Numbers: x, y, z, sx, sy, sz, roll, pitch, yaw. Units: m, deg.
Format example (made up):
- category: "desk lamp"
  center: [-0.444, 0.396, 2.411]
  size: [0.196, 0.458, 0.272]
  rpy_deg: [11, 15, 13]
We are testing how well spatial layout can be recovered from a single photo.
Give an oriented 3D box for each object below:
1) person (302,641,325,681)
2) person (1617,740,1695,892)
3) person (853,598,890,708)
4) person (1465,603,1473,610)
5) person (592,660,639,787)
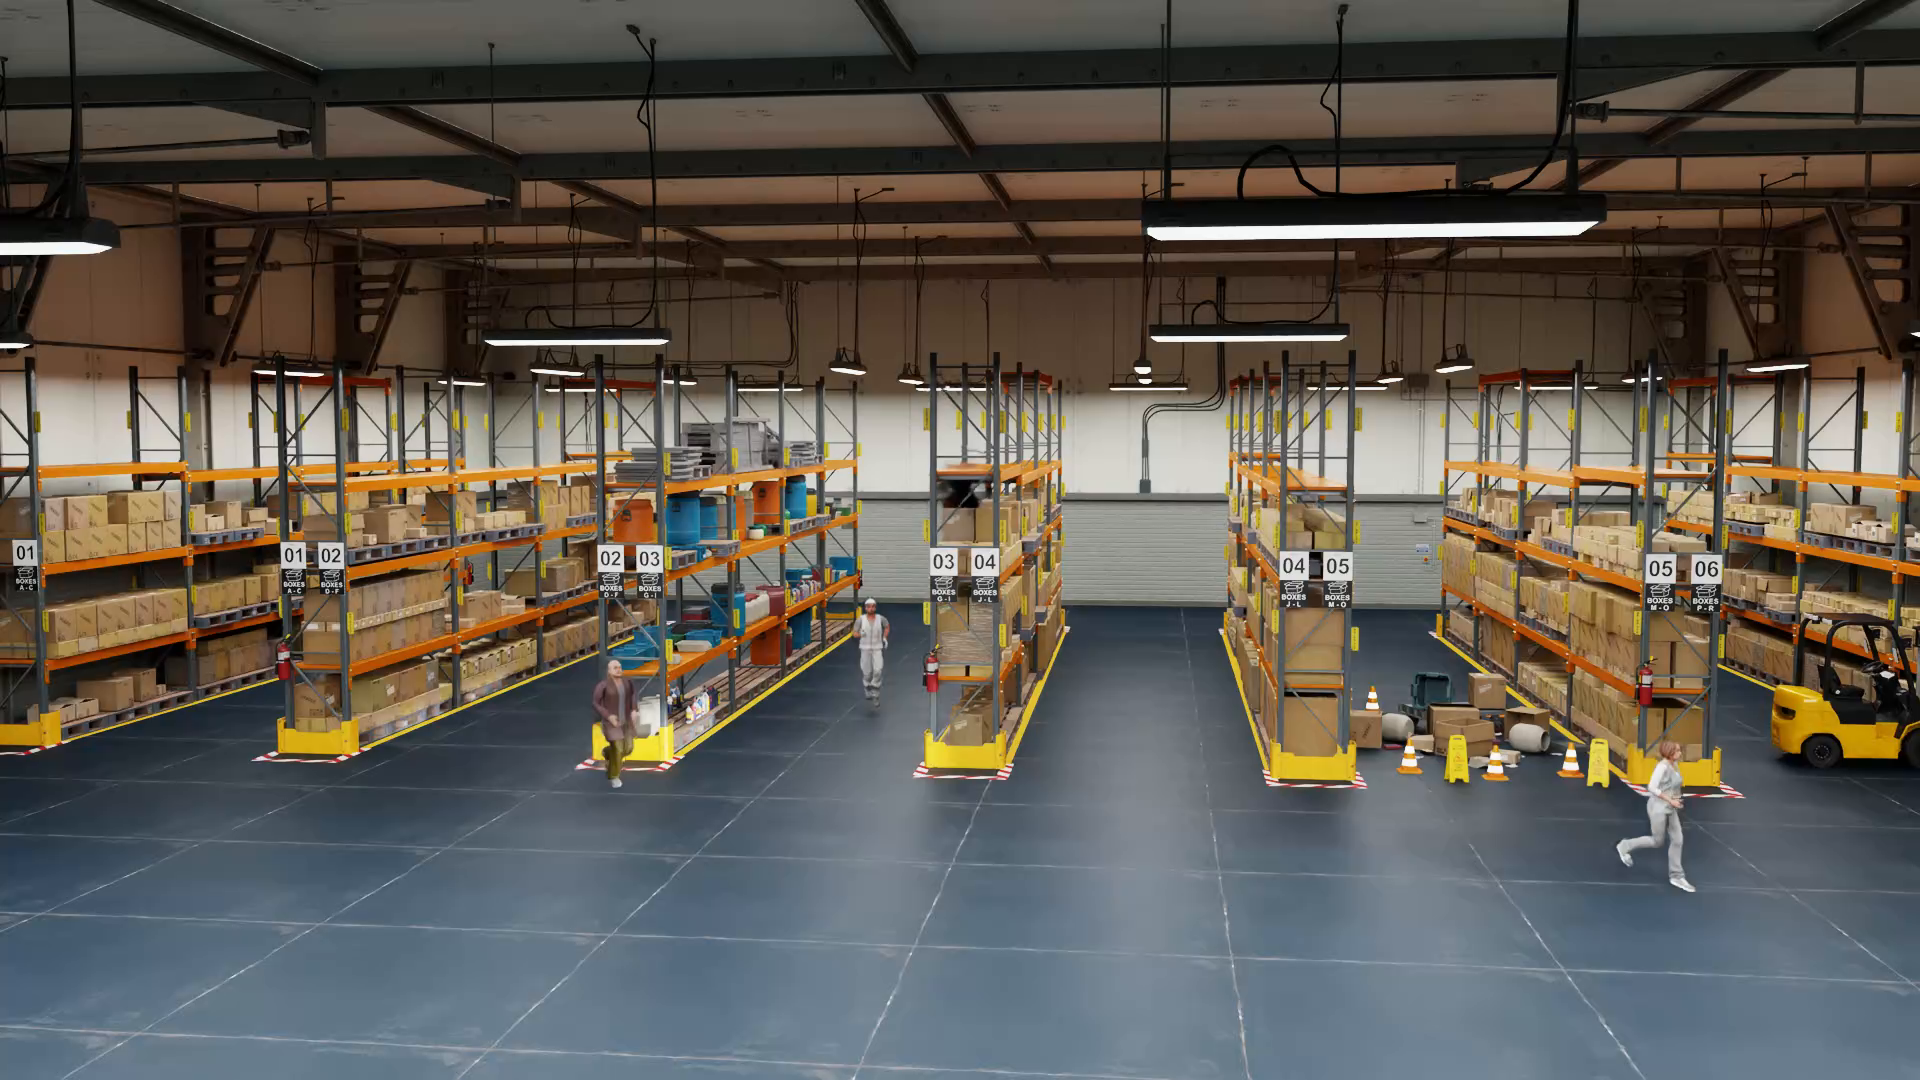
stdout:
- category: "person"
  center: [-11.431, 2.054, 29.662]
  size: [0.580, 1.695, 0.904]
  rpy_deg: [-1, 4, -8]
- category: "person"
  center: [7.584, 2.944, 18.045]
  size: [0.868, 1.588, 0.566]
  rpy_deg: [4, 6, 45]
- category: "person"
  center: [-1.503, 1.913, 28.252]
  size: [0.632, 1.838, 0.705]
  rpy_deg: [0, 4, -4]
- category: "person"
  center: [12.343, 1.410, 39.927]
  size: [0.577, 1.581, 0.682]
  rpy_deg: [-4, 6, -45]
- category: "person"
  center: [-4.758, 2.518, 22.957]
  size: [0.741, 1.745, 0.706]
  rpy_deg: [-4, 6, -44]
